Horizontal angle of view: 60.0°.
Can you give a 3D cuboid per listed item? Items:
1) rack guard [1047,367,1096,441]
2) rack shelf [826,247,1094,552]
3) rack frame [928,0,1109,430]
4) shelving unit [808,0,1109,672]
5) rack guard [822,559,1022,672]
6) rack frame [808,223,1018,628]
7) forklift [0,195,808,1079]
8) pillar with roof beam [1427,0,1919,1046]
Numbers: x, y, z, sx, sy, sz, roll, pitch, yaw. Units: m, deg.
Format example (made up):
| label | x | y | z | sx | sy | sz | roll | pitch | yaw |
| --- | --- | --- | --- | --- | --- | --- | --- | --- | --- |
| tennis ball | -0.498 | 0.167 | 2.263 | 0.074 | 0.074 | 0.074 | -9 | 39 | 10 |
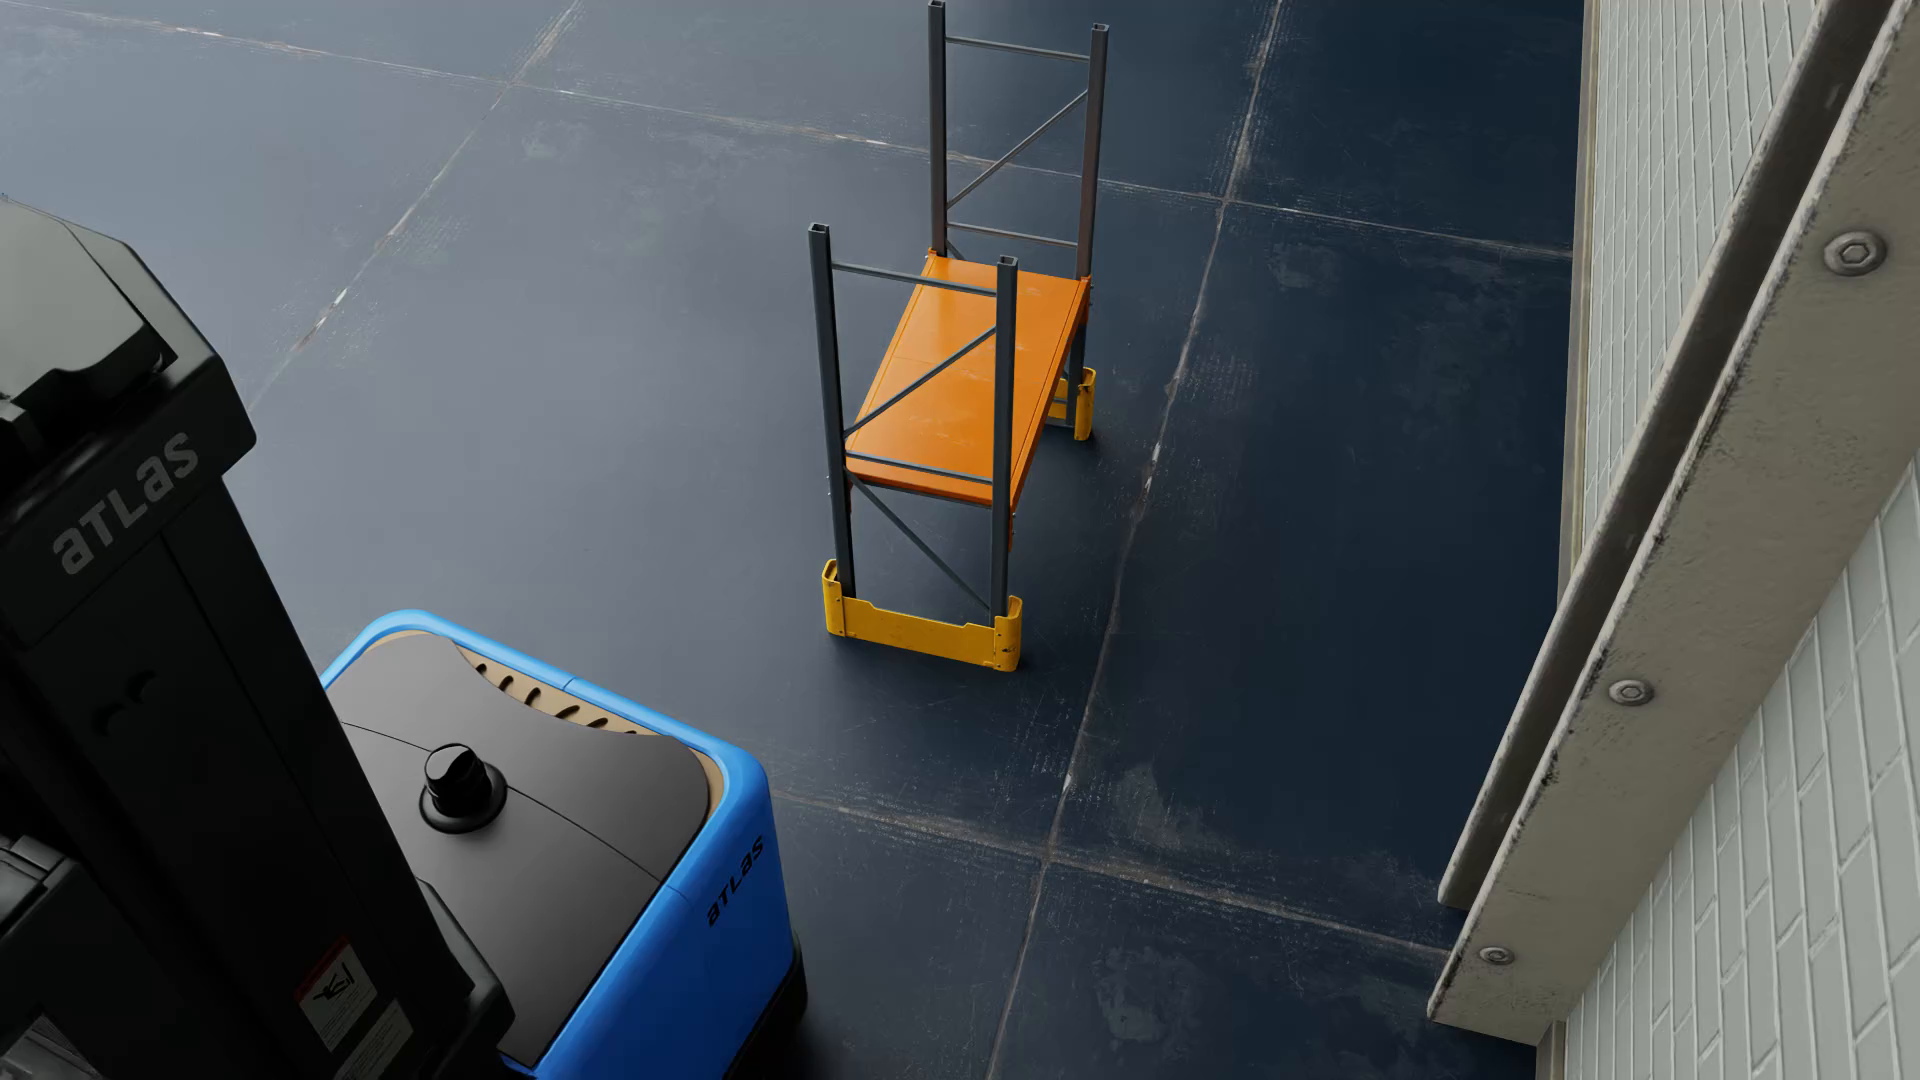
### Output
| label | x | y | z | sx | sy | sz | roll | pitch | yaw |
| --- | --- | --- | --- | --- | --- | --- | --- | --- | --- |
| rack guard | 0.151 | -0.498 | 5.523 | 0.587 | 0.250 | 0.087 | 12 | 50 | 10 |
| rack shelf | 0.022 | -0.439 | 4.877 | 0.538 | 0.185 | 1.000 | 12 | 50 | 10 |
| rack frame | 0.156 | -0.926 | 5.067 | 0.500 | 1.500 | 0.032 | 12 | 50 | 10 |
| shelving unit | 0.020 | -0.551 | 4.736 | 0.587 | 1.500 | 1.083 | 12 | 50 | 10 |
| rack guard | -0.111 | 0.222 | 4.887 | 0.587 | 0.250 | 0.087 | 12 | 50 | 10 |
| rack frame | -0.111 | -0.190 | 4.418 | 0.500 | 1.500 | 0.032 | 12 | 50 | 10 |
| forklift | -1.492 | 1.023 | 2.392 | 1.130 | 2.935 | 3.031 | 21 | 52 | 17 |
| pillar with roof beam | -2.777 | -2.734 | 1.661 | 9.100 | 9.000 | 0.400 | 12 | 50 | 10 |
